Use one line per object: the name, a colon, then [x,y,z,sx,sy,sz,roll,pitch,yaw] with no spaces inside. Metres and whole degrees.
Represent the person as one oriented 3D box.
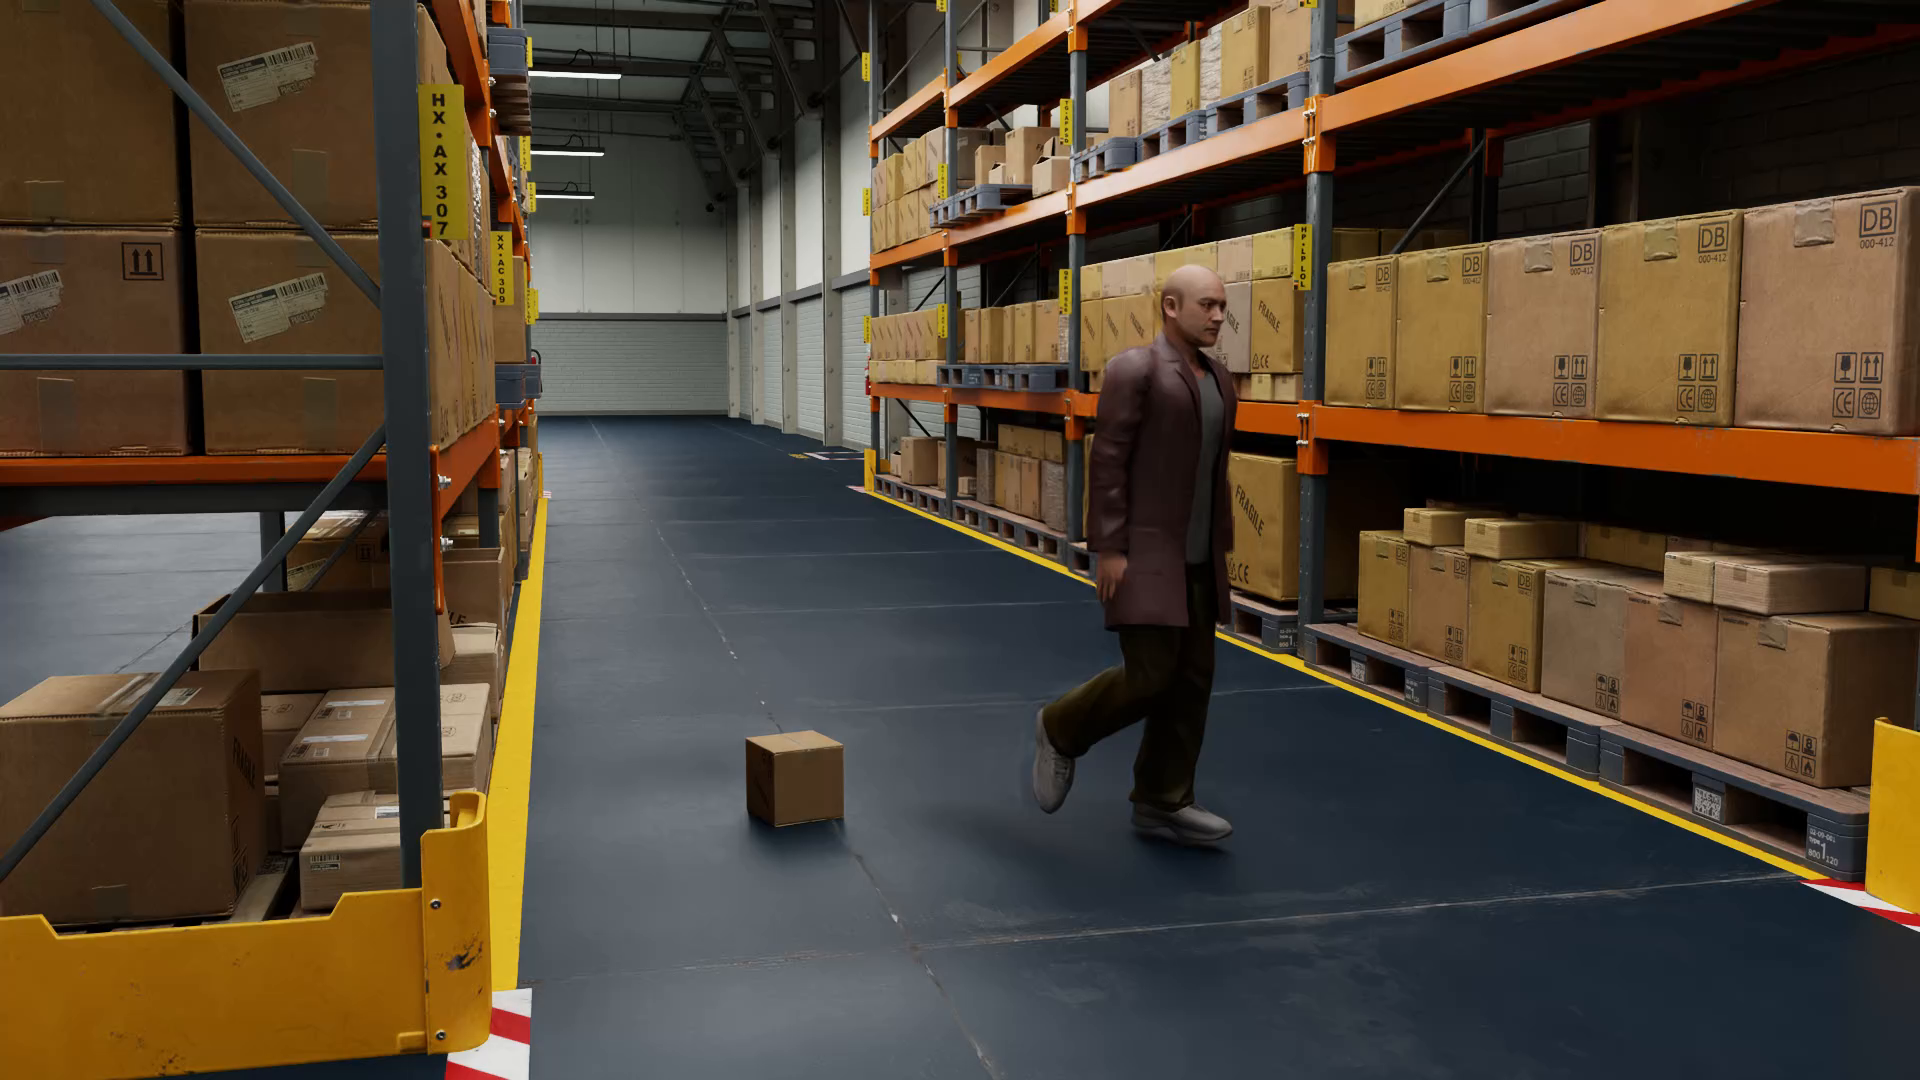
person: [0.554,0.040,5.195,0.602,1.770,0.636,-6,8,-45]
